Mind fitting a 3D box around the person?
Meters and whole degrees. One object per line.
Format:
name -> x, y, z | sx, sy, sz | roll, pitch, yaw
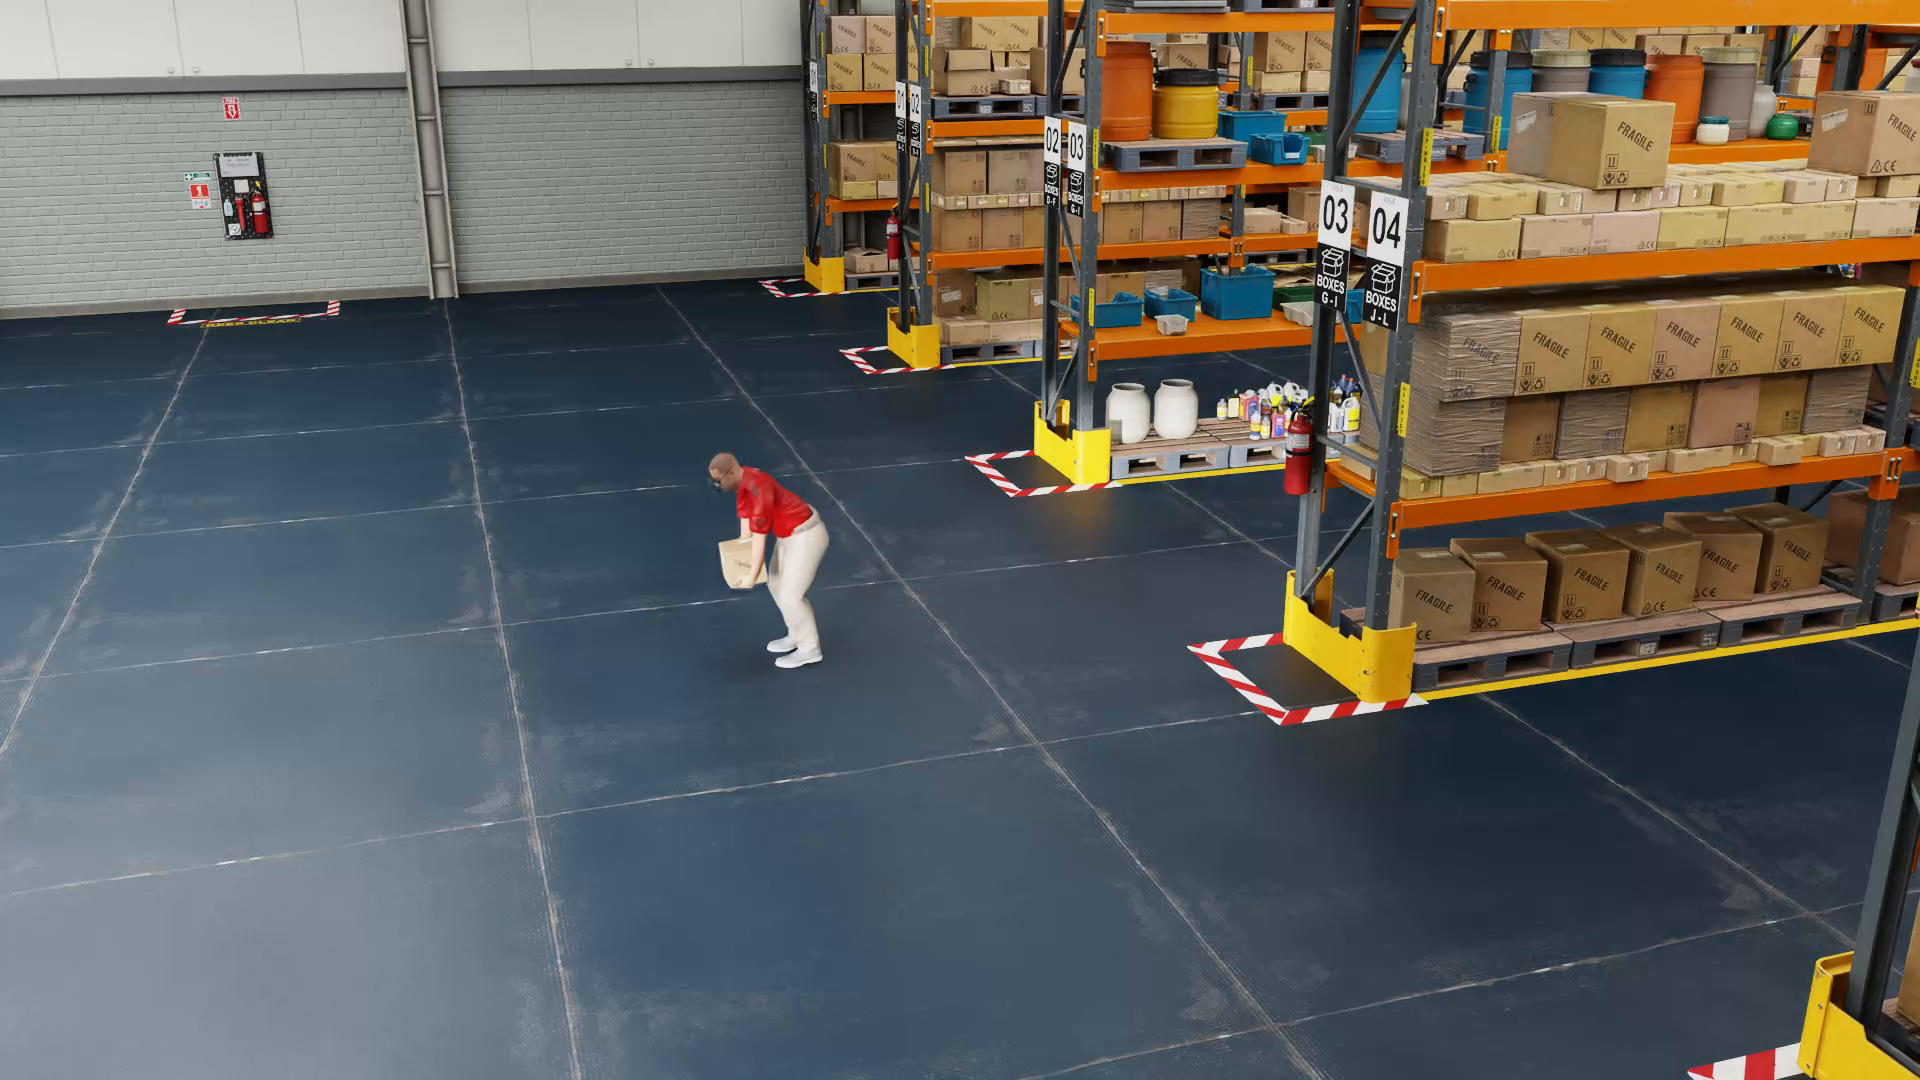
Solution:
person -> -1.268, 0.108, 11.142 | 0.778, 1.494, 0.489 | -7, 20, -19
